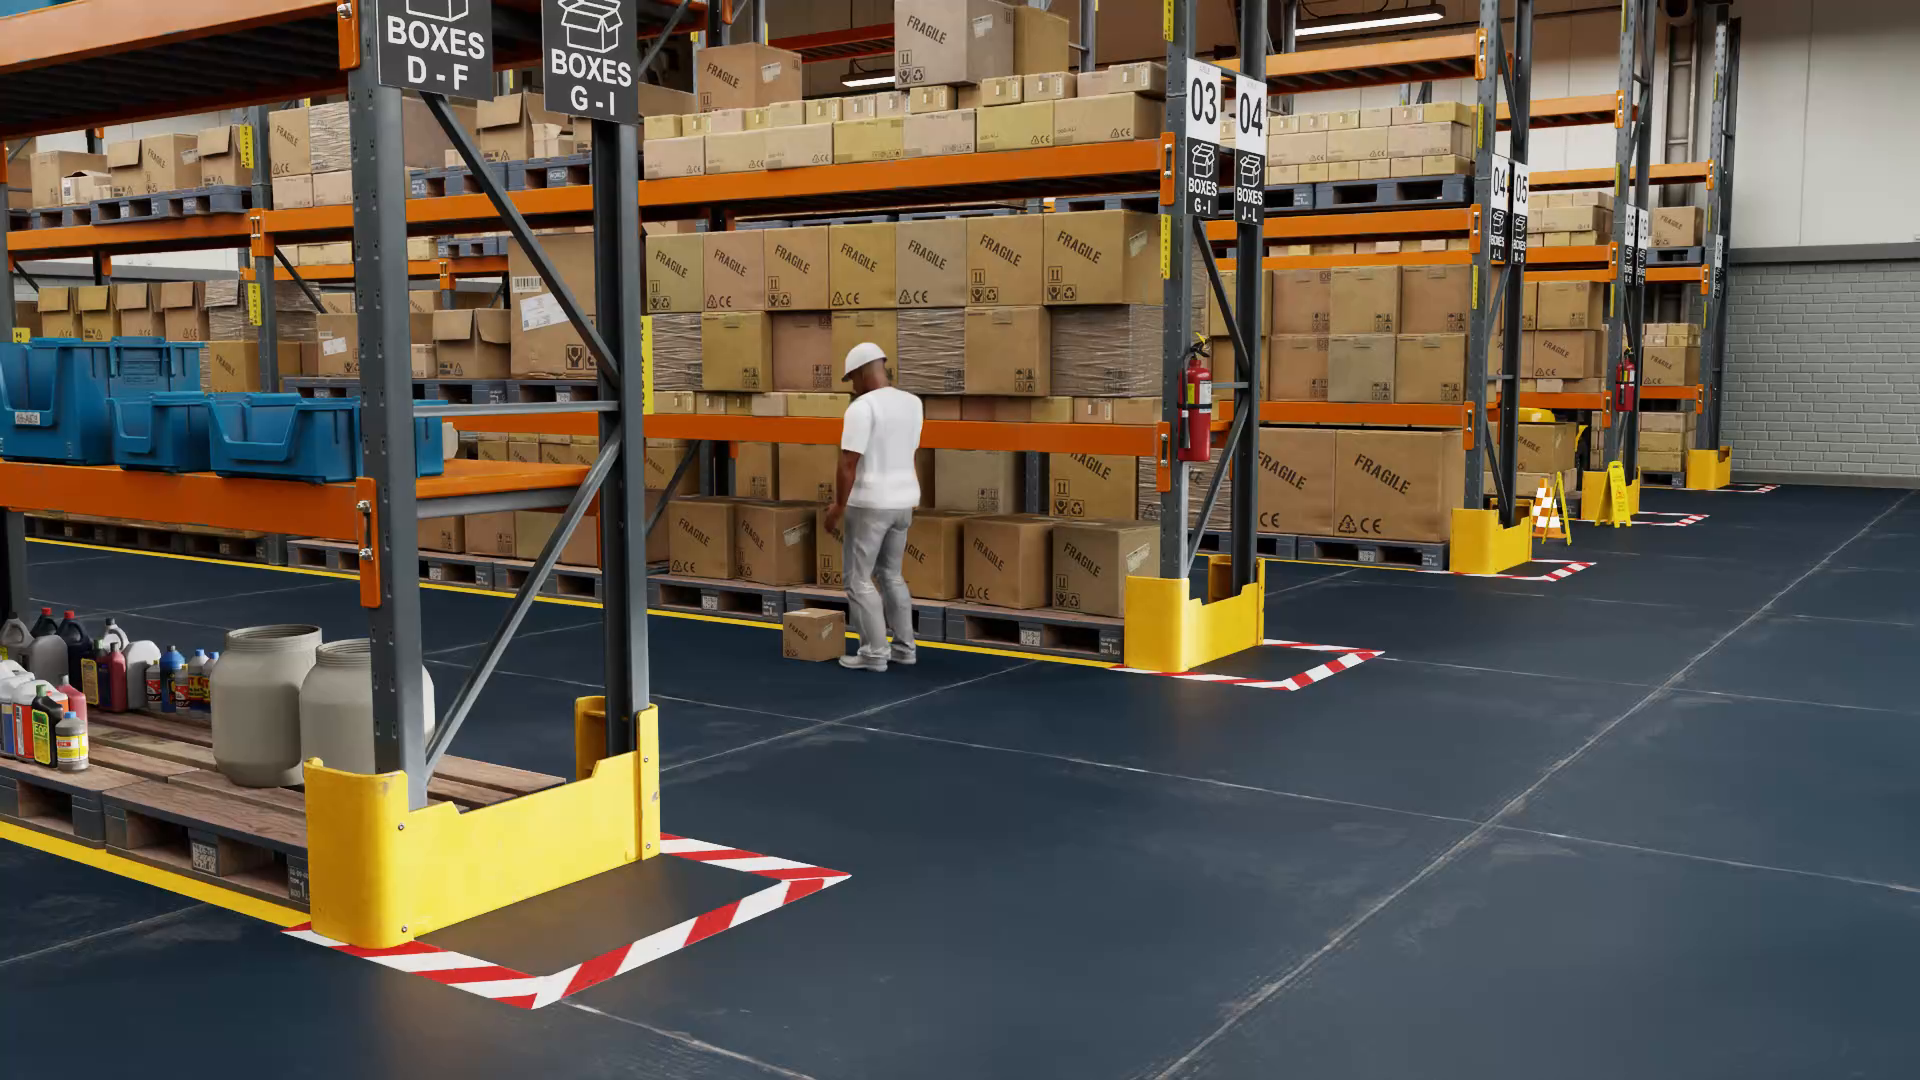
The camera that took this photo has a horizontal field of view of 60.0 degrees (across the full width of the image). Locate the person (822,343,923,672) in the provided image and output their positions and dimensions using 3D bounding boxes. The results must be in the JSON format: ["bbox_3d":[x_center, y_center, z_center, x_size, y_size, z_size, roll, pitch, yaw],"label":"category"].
[{"bbox_3d":[-0.459,-0.181,8.928,0.397,1.743,0.578,5,8,38],"label":"person"}]
